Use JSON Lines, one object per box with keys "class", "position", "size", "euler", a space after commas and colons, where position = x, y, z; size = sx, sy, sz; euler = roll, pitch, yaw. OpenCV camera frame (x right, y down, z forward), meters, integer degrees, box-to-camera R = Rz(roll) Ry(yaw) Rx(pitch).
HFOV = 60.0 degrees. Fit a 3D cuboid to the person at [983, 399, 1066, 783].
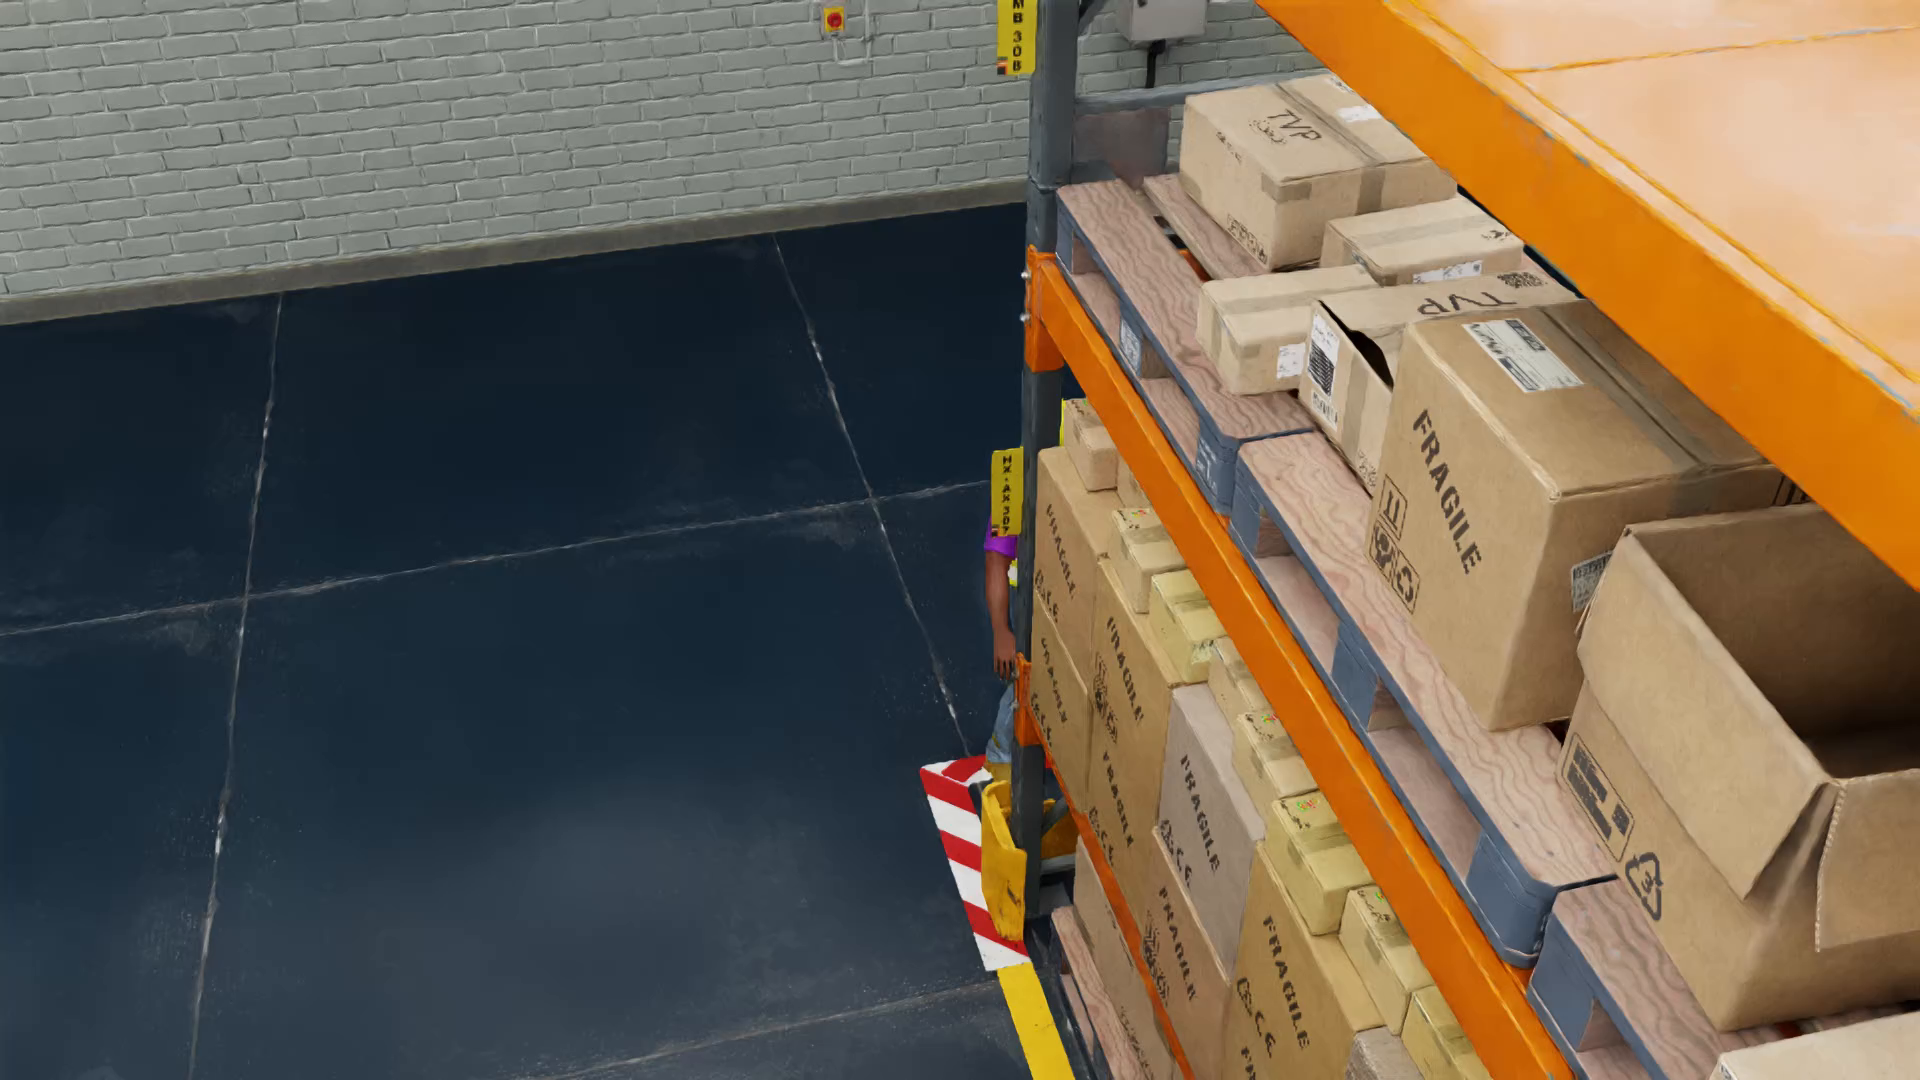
{"class": "person", "position": [0.342, 0.186, 6.565], "size": [0.500, 1.687, 0.968], "euler": [26, 45, 29]}
